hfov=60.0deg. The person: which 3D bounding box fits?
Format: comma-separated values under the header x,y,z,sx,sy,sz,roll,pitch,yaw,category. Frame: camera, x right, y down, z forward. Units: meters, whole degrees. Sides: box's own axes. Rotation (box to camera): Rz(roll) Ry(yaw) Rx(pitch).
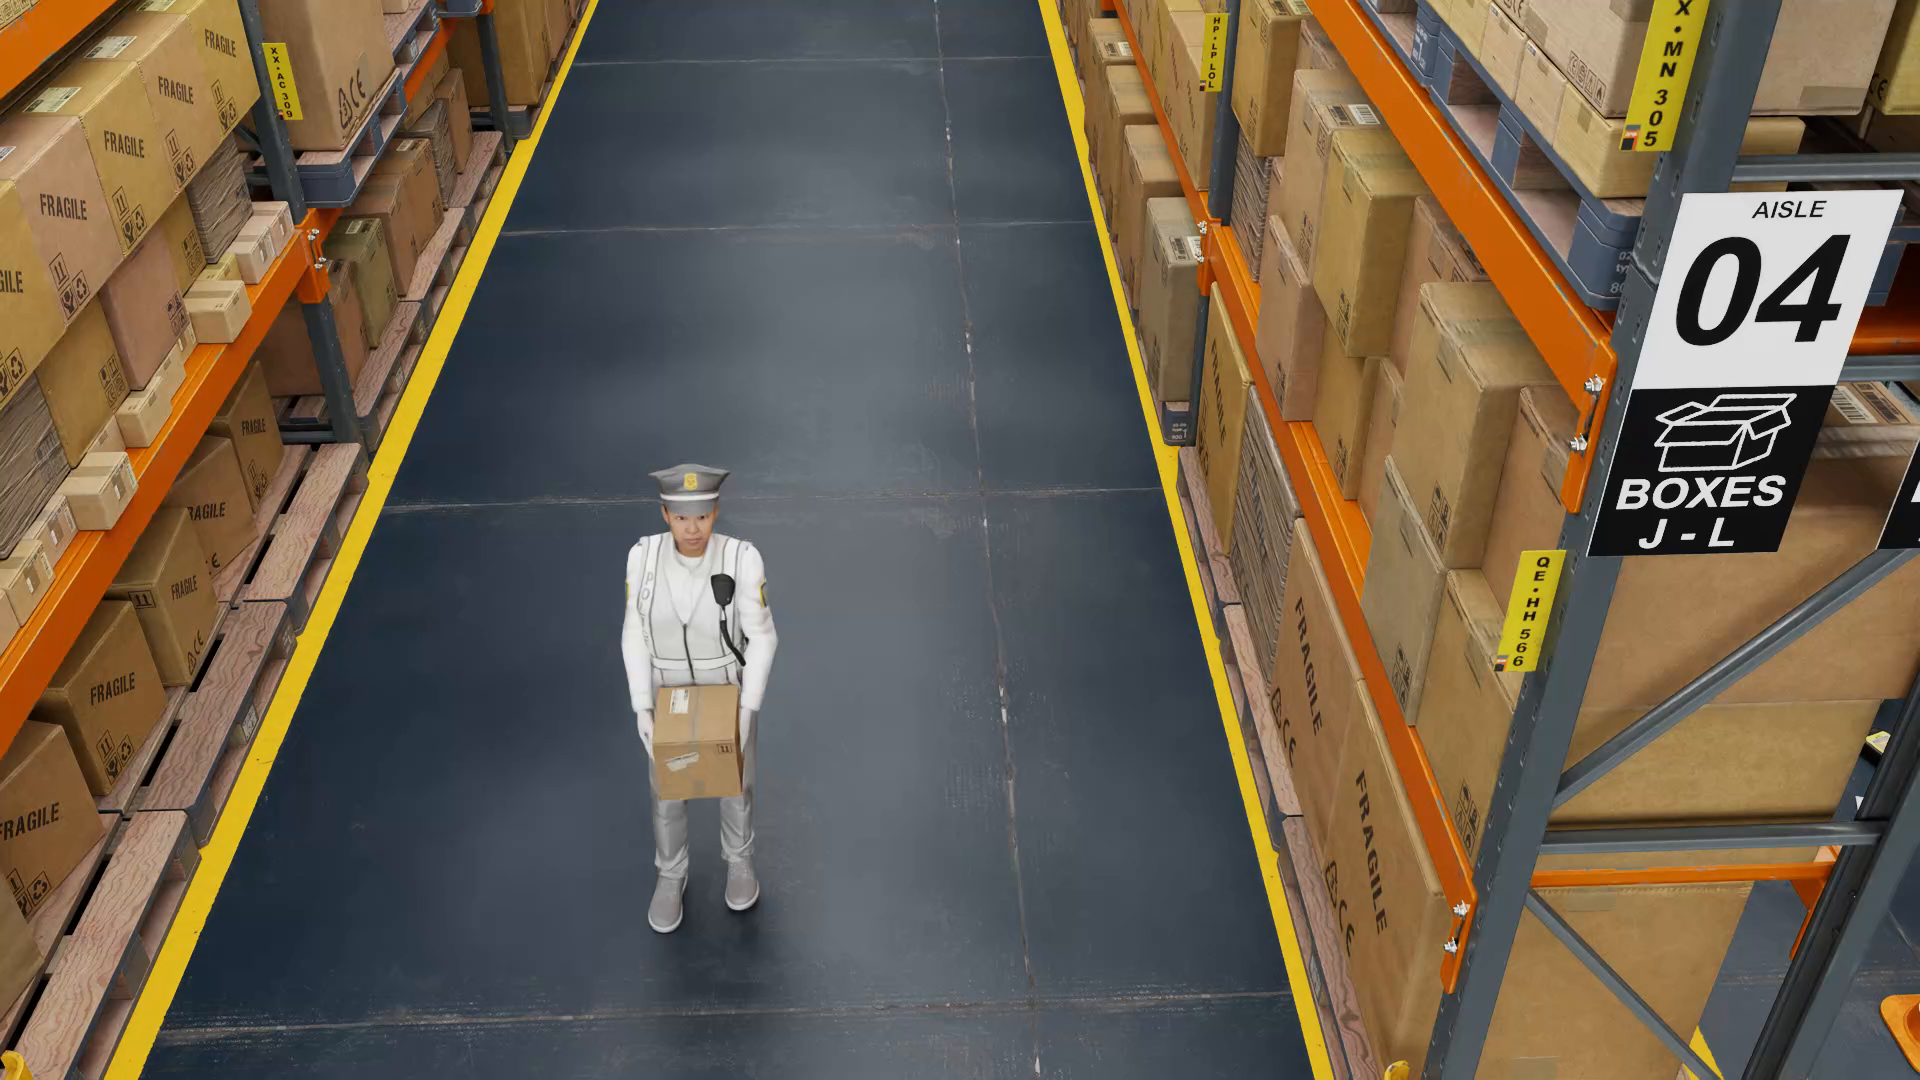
x,y,z,sx,sy,sz,roll,pitch,yaw,category
-0.830,0.515,5.390,0.503,1.700,0.505,-1,35,-2,person
